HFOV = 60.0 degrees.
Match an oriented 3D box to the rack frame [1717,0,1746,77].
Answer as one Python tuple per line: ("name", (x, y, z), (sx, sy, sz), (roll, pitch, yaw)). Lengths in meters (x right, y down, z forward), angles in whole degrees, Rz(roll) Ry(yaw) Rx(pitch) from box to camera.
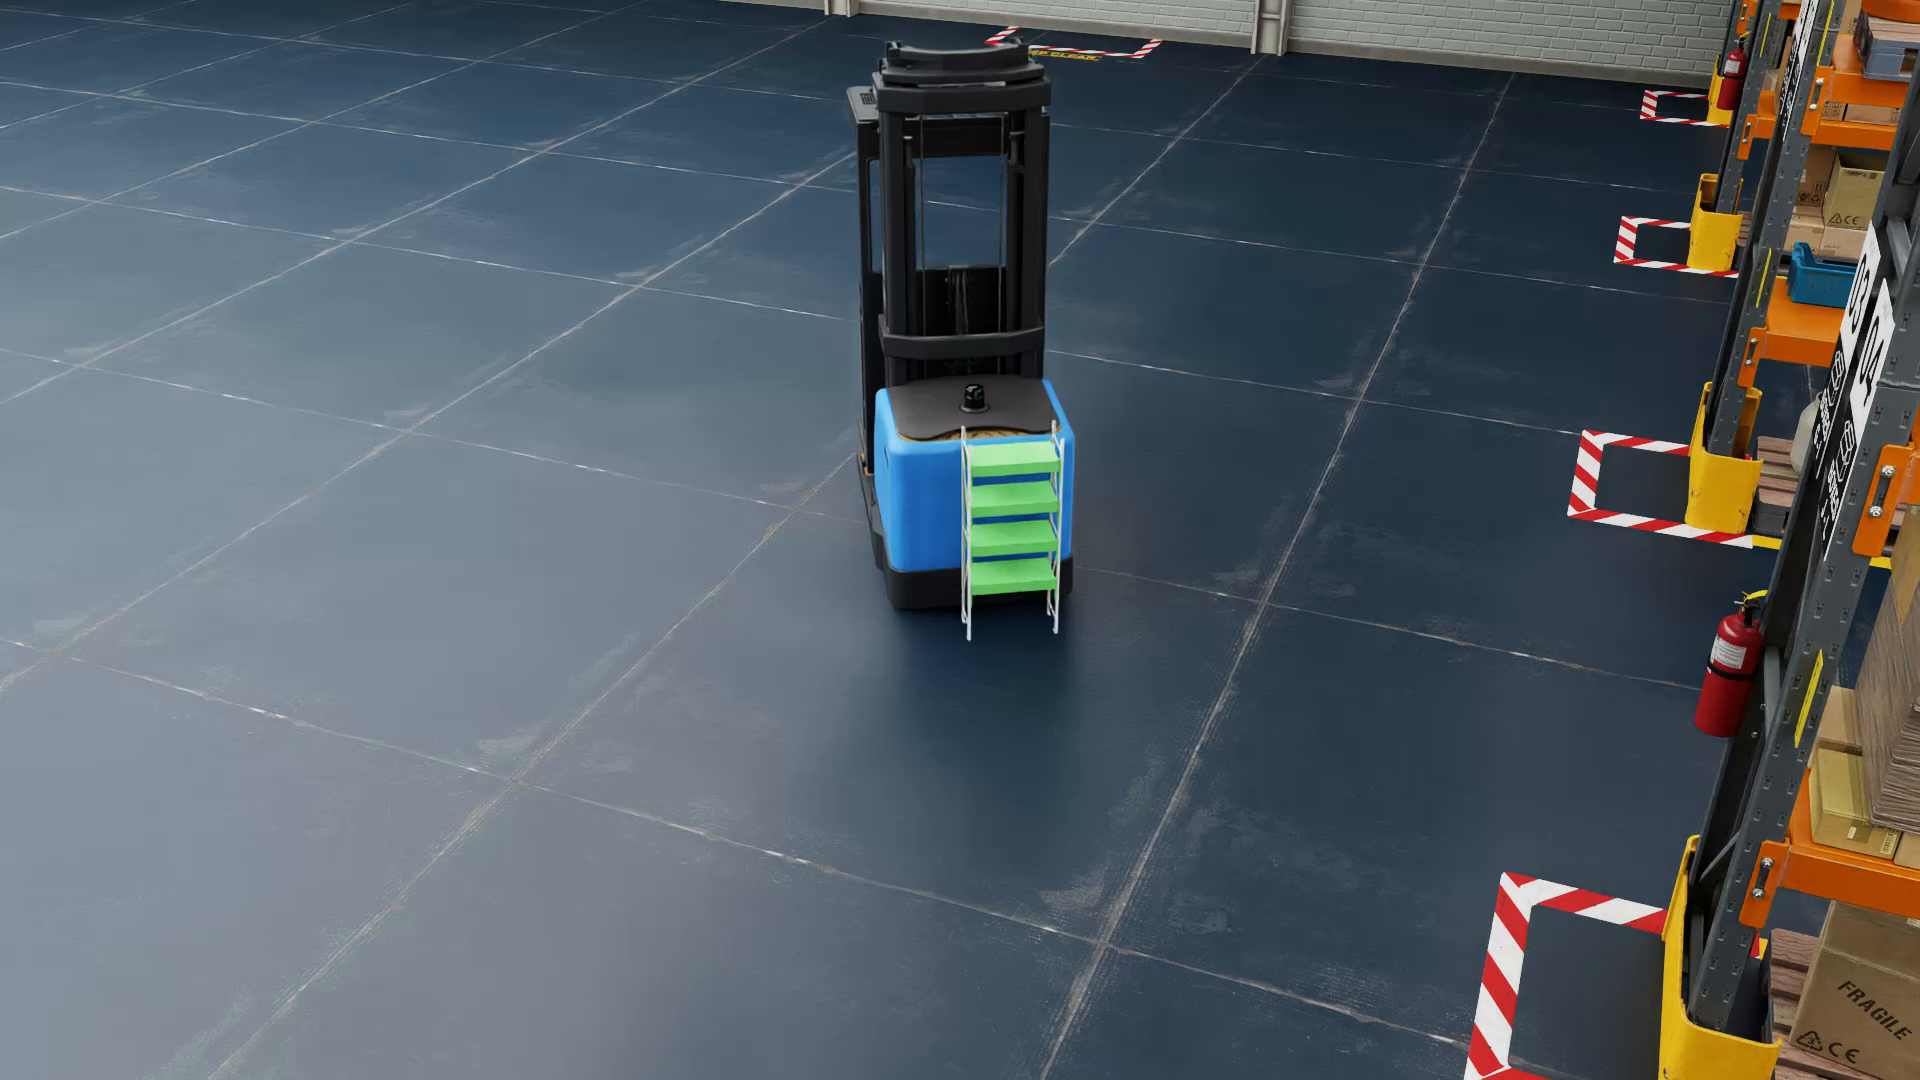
("rack frame", (8.511, -6.137, 17.970), (0.127, 3.000, 1.000), (11, 31, 19))

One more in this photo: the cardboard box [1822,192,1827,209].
("cardboard box", (7.728, -2.812, 14.455), (0.500, 0.250, 0.500), (11, 31, 19))

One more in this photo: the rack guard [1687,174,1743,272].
("rack guard", (6.630, -2.794, 14.596), (0.348, 0.500, 1.175), (11, 31, 19))

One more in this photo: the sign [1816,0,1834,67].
("sign", (4.576, -2.679, 8.796), (0.005, 0.325, 0.100), (11, 31, 19))

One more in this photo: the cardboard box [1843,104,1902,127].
("cardboard box", (7.569, -3.734, 13.617), (0.500, 0.500, 0.700), (12, 32, 20))

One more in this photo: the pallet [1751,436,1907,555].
("pallet", (5.625, -0.260, 10.407), (1.213, 0.211, 1.003), (11, 31, 19))

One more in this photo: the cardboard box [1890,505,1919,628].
("cardboard box", (3.527, 0.020, 5.658), (0.500, 0.500, 0.500), (11, 31, 19))

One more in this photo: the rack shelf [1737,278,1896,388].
("rack shelf", (6.640, -0.936, 9.501), (4.000, 0.370, 1.077), (11, 31, 19))

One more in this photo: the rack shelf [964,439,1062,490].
("rack shelf", (0.276, -0.401, 8.806), (0.480, 0.148, 0.258), (-4, 30, -7))

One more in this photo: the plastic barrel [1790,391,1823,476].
("plastic barrel", (5.425, -0.632, 10.333), (0.421, 0.512, 0.421), (0, 29, 0))

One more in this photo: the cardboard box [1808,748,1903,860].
("cardboard box", (3.099, 0.910, 5.759), (0.250, 0.149, 0.380), (11, 31, 19))

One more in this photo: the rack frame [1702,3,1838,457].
("rack frame", (4.787, -1.620, 9.978), (0.127, 3.000, 1.000), (11, 31, 19))

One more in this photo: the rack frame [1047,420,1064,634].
("rack frame", (0.517, -0.056, 9.042), (0.015, 1.200, 0.240), (-4, 30, -7))

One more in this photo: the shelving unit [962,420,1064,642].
("shelving unit", (0.276, -0.039, 9.010), (0.503, 1.200, 0.258), (-4, 30, -7))

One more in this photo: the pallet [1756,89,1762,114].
("pallet", (9.321, -4.742, 18.337), (1.213, 0.211, 1.003), (11, 31, 19))

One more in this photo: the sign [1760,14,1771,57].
("sign", (6.438, -4.037, 13.295), (0.005, 0.325, 0.100), (11, 31, 19))

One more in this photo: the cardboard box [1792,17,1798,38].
("cardboard box", (7.078, -4.220, 13.817), (0.250, 0.149, 0.380), (11, 31, 18))

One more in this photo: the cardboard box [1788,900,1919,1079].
("cardboard box", (3.497, 1.667, 6.277), (0.500, 0.500, 0.500), (18, 34, 28))

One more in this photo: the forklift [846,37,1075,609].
("forklift", (-0.074, -1.592, 10.000), (1.130, 2.935, 3.031), (-4, 30, -7))

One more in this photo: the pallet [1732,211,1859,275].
("pallet", (7.377, -2.541, 14.443), (1.213, 0.211, 1.003), (11, 31, 19))

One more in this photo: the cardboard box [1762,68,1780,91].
("cardboard box", (9.119, -4.989, 18.225), (0.500, 0.311, 0.500), (8, 30, 13))

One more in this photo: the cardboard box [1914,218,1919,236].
("cardboard box", (7.998, -2.811, 13.691), (0.500, 0.500, 0.500), (11, 31, 19))

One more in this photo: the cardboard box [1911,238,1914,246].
("cardboard box", (7.994, -2.479, 13.867), (0.500, 0.250, 0.500), (11, 31, 19))

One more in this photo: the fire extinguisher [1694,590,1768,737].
("fire extinguisher", (2.992, 0.441, 6.411), (0.183, 0.674, 0.296), (11, 31, 19))

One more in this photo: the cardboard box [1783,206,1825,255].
("cardboard box", (7.066, -2.663, 14.191), (0.500, 0.250, 0.500), (11, 31, 19))

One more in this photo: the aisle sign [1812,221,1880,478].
("aisle sign", (2.980, -0.641, 5.605), (0.004, 0.787, 0.394), (11, 31, 19))

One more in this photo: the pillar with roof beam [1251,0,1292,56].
("pillar with roof beam", (2.307, -8.161, 15.454), (0.400, 9.000, 9.100), (11, 31, 19))

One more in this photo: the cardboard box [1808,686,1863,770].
("cardboard box", (3.266, 0.707, 6.118), (0.250, 0.149, 0.380), (11, 31, 19))

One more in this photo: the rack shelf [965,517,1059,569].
("rack shelf", (0.276, 0.017, 9.042), (0.480, 0.148, 0.258), (-4, 30, -7))

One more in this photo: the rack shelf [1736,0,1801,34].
("rack shelf", (10.365, -5.454, 17.493), (4.000, 0.370, 1.077), (11, 31, 19))

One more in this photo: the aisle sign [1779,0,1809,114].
("aisle sign", (4.832, -2.900, 9.602), (0.004, 0.787, 0.394), (11, 31, 19))

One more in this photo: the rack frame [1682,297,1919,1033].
("rack frame", (2.924, 0.639, 5.983), (0.127, 3.000, 1.000), (11, 31, 19))

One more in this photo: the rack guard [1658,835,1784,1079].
("rack guard", (2.995, 1.741, 6.573), (0.348, 0.500, 1.175), (11, 31, 19))

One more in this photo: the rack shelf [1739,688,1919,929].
("rack shelf", (4.778, 1.322, 5.505), (4.000, 0.370, 1.077), (11, 31, 19))
